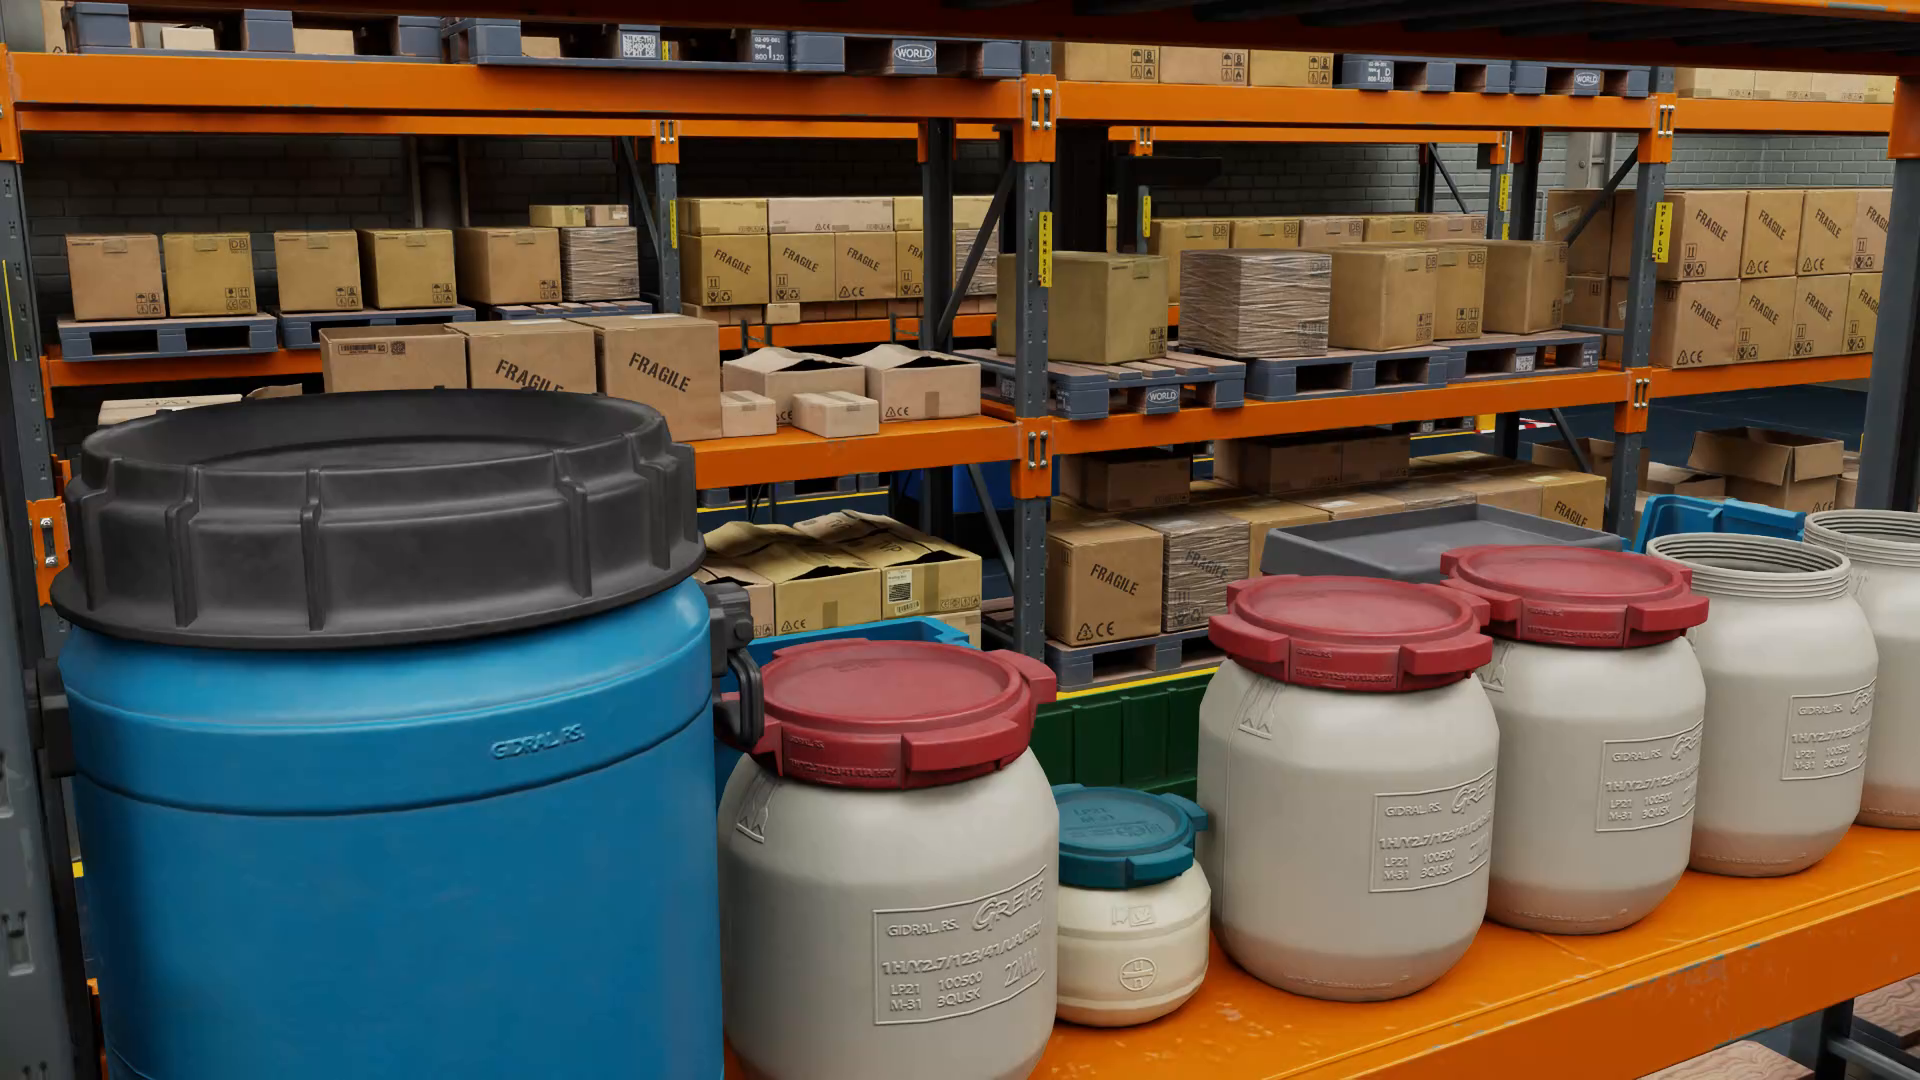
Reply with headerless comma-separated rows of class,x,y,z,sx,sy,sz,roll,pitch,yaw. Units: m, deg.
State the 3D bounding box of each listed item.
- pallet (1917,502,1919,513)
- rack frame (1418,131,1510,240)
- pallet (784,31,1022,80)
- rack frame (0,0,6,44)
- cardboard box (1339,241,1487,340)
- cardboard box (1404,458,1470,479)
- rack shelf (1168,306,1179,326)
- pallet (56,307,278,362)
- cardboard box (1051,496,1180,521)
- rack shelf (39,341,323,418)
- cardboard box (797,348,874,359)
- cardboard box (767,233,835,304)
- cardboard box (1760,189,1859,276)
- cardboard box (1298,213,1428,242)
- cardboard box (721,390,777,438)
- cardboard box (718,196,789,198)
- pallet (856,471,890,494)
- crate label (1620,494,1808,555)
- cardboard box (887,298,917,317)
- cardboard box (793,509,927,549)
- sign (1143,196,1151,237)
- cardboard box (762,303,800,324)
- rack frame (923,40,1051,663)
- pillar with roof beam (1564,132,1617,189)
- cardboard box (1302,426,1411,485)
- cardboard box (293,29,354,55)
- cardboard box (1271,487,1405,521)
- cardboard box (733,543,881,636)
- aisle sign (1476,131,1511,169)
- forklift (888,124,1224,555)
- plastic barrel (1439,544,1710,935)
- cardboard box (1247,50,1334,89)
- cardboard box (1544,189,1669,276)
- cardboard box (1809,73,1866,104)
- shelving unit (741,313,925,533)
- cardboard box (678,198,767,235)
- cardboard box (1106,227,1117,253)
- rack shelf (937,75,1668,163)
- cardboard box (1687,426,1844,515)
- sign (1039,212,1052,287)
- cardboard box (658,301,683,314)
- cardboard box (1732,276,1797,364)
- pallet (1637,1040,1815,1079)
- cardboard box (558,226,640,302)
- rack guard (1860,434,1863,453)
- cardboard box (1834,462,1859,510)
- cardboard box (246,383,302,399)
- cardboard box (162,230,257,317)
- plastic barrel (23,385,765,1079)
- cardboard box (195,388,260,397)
pallet,6.363,-0.213,11.575,1.213,0.211,1.003,-7,14,-28
rack frame,4.753,-2.620,15.918,0.127,3.000,1.000,-7,14,-28
pallet,-0.445,-2.106,7.235,1.003,0.211,1.213,-6,14,-25
rack frame,-5.780,-4.284,9.650,0.127,3.000,1.000,-7,14,-28
cardboard box,2.522,-1.407,9.345,0.500,0.500,0.700,-4,13,-19
cardboard box,2.614,-0.178,9.757,0.500,0.500,0.500,-7,14,-27
rack shelf,2.997,-2.058,15.062,4.000,0.370,1.077,-7,14,-28
pallet,-5.040,-1.316,10.562,1.213,0.211,1.003,-7,14,-28
cardboard box,0.816,0.037,8.802,0.500,0.500,0.500,-6,14,-26
rack shelf,-4.025,-1.217,11.322,4.000,0.370,1.077,-7,14,-28
cardboard box,-0.789,-1.077,13.003,0.750,0.750,0.750,-7,14,-28
cardboard box,-1.256,-2.037,12.377,0.500,0.500,0.500,-6,14,-26
cardboard box,5.071,-1.885,10.148,0.500,0.500,0.500,-7,15,-30
cardboard box,3.676,-2.632,15.288,0.700,0.700,0.980,-7,14,-28
cardboard box,-0.985,-0.556,7.321,0.250,0.149,0.380,-6,14,-24
cardboard box,-1.539,-2.499,12.723,0.500,0.250,0.500,-7,15,-30
pallet,-0.472,-0.614,13.355,1.213,0.211,1.003,-7,14,-28
crate label,1.476,0.166,3.458,0.616,0.435,0.502,-7,14,-28
cardboard box,-0.528,-1.819,12.885,0.250,0.149,0.380,-7,14,-28
cardboard box,-0.493,0.038,8.139,0.500,0.311,0.500,-6,14,-26
sign,1.510,-2.622,13.469,0.005,0.325,0.100,-7,14,-28
cardboard box,-1.370,-1.692,12.321,0.250,0.149,0.380,-6,14,-26
rack frame,0.107,-0.824,7.938,0.127,3.000,1.000,-7,14,-28
pillar with roof beam,8.771,-5.168,13.575,0.400,9.000,9.100,-7,14,-28
cardboard box,2.199,-0.496,9.467,0.500,0.250,0.500,-7,14,-28
cardboard box,-4.180,-3.246,10.685,0.500,0.500,0.500,-7,15,-30
cardboard box,1.999,0.024,8.860,0.500,0.500,0.500,-7,15,-30
cardboard box,-0.687,0.198,7.428,0.500,0.311,0.500,-7,14,-29
aisle sign,4.959,-3.838,15.409,0.004,0.787,0.394,-7,14,-28
forklift,1.072,-1.531,11.234,3.031,2.935,1.130,-6,14,-25
plastic barrel,0.935,0.305,2.614,0.433,0.535,0.433,0,13,0
cardboard box,1.378,-2.497,8.312,0.500,0.500,0.910,-7,14,-28
cardboard box,3.938,-1.884,10.145,0.500,0.500,0.500,-7,14,-28
cardboard box,5.044,-2.742,9.973,0.500,0.250,0.500,-7,14,-28
shelving unit,-0.795,-0.651,10.587,1.048,1.500,0.538,-6,14,-25
cardboard box,-1.722,-2.349,12.055,0.500,0.250,0.500,-6,14,-27
cardboard box,0.957,-2.305,13.570,0.500,0.500,0.500,-7,15,-29
rack shelf,1.863,-2.147,8.622,4.000,0.370,1.077,-7,14,-28
cardboard box,5.265,-0.440,10.916,0.637,0.503,0.797,-7,14,-28
sign,0.376,-1.282,7.337,0.005,0.325,0.100,-7,14,-28
cardboard box,-2.106,-1.749,12.575,0.250,0.149,0.380,-7,14,-27
cardboard box,4.644,-1.349,10.044,0.500,0.500,0.500,-7,14,-27
pallet,1.779,1.566,3.672,1.213,0.211,1.003,-7,14,-28
cardboard box,-2.677,-1.990,11.890,0.500,0.500,0.700,-9,15,-34
rack guard,7.063,-0.438,11.916,0.348,0.500,1.175,-7,14,-28
cardboard box,5.922,-0.340,11.048,0.500,0.250,0.500,-7,14,-28
cardboard box,-2.720,-0.465,6.651,0.258,0.266,0.396,-7,15,-29
cardboard box,-4.823,-1.725,10.713,0.500,0.500,0.700,-5,14,-22
plastic barrel,-0.549,0.325,1.691,0.708,0.901,0.600,-7,14,-28
cardboard box,-4.757,-0.846,11.019,0.500,0.250,0.500,-7,15,-29
